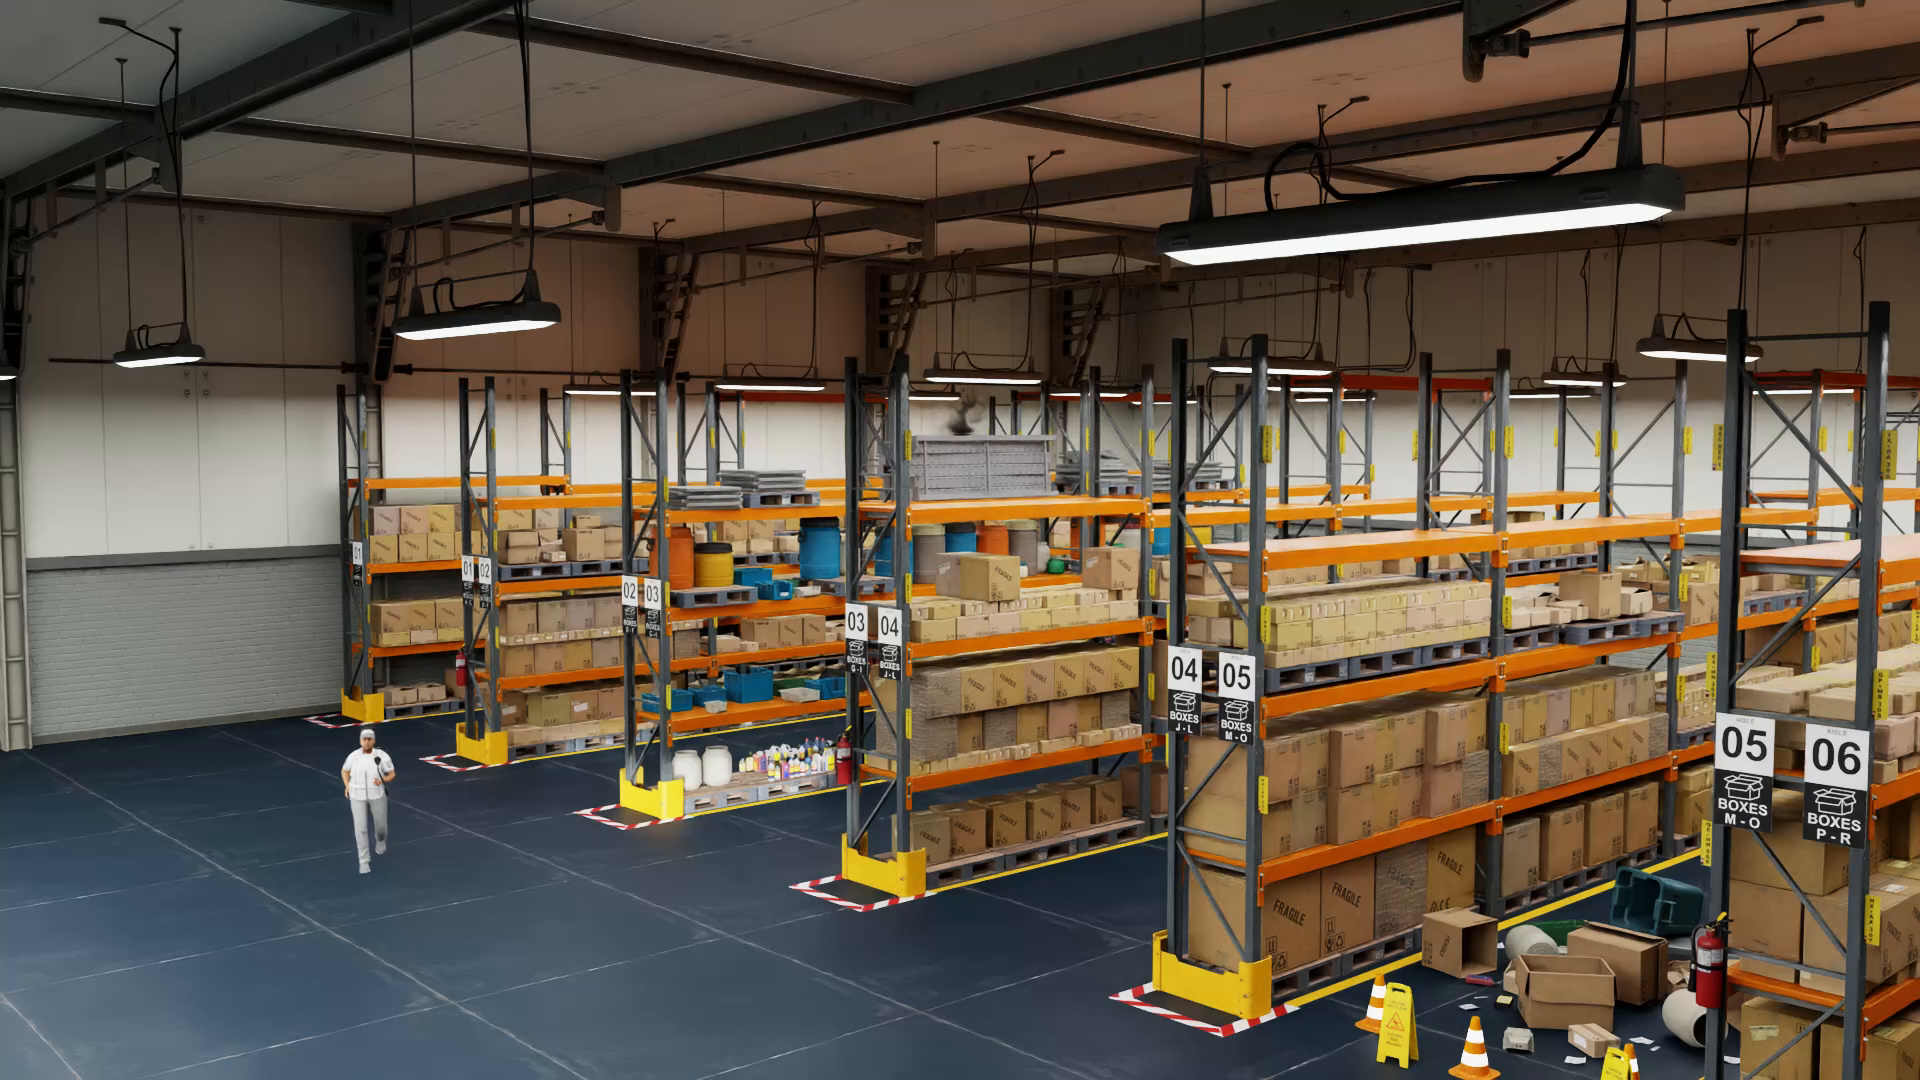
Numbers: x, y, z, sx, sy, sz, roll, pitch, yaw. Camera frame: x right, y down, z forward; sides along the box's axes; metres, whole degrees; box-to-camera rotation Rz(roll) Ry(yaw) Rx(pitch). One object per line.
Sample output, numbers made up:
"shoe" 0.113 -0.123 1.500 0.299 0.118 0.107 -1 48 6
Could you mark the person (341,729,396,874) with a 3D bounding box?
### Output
"person" -7.002 3.051 19.689 0.620 1.635 0.843 -1 4 -16
